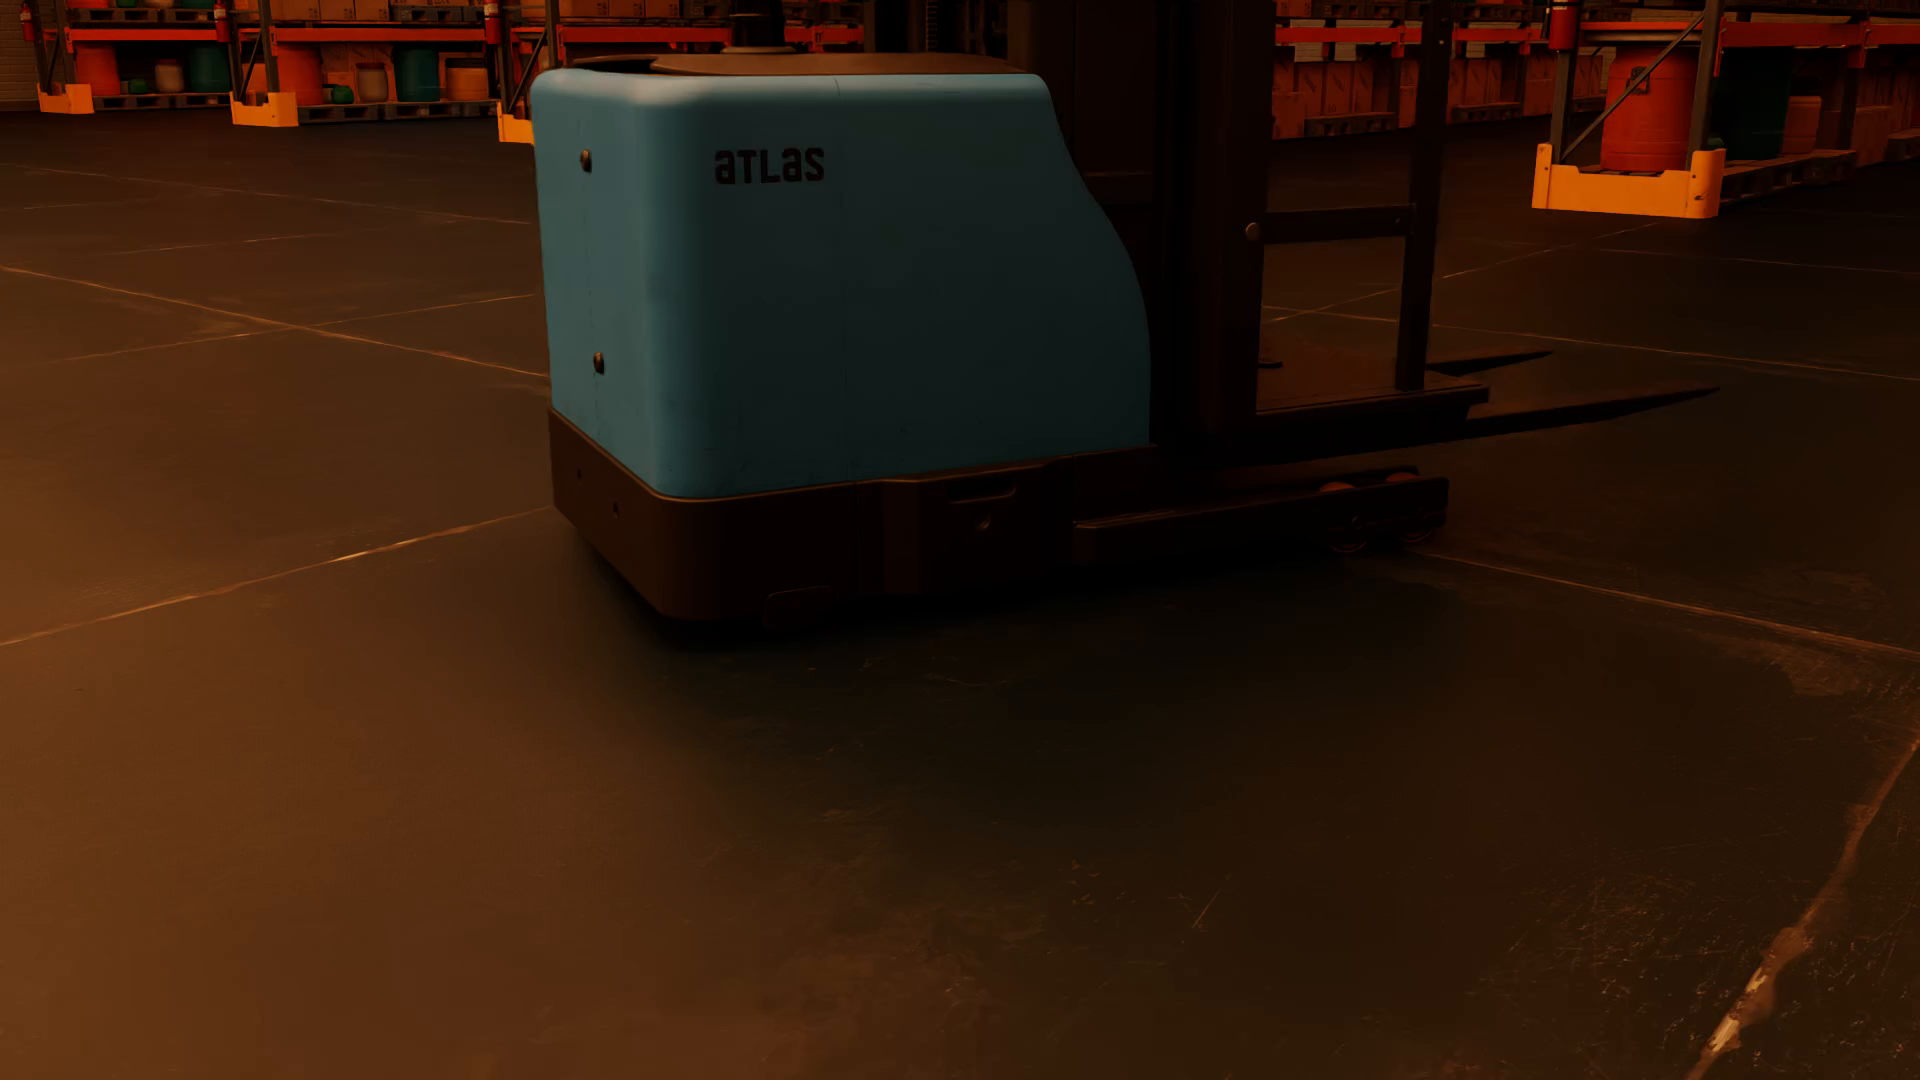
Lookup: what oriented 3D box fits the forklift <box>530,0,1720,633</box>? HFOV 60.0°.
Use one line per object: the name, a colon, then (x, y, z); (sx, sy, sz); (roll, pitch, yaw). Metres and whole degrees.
forklift: (0.581, -1.499, 3.833); (3.031, 2.935, 1.130); (-8, 19, -25)
